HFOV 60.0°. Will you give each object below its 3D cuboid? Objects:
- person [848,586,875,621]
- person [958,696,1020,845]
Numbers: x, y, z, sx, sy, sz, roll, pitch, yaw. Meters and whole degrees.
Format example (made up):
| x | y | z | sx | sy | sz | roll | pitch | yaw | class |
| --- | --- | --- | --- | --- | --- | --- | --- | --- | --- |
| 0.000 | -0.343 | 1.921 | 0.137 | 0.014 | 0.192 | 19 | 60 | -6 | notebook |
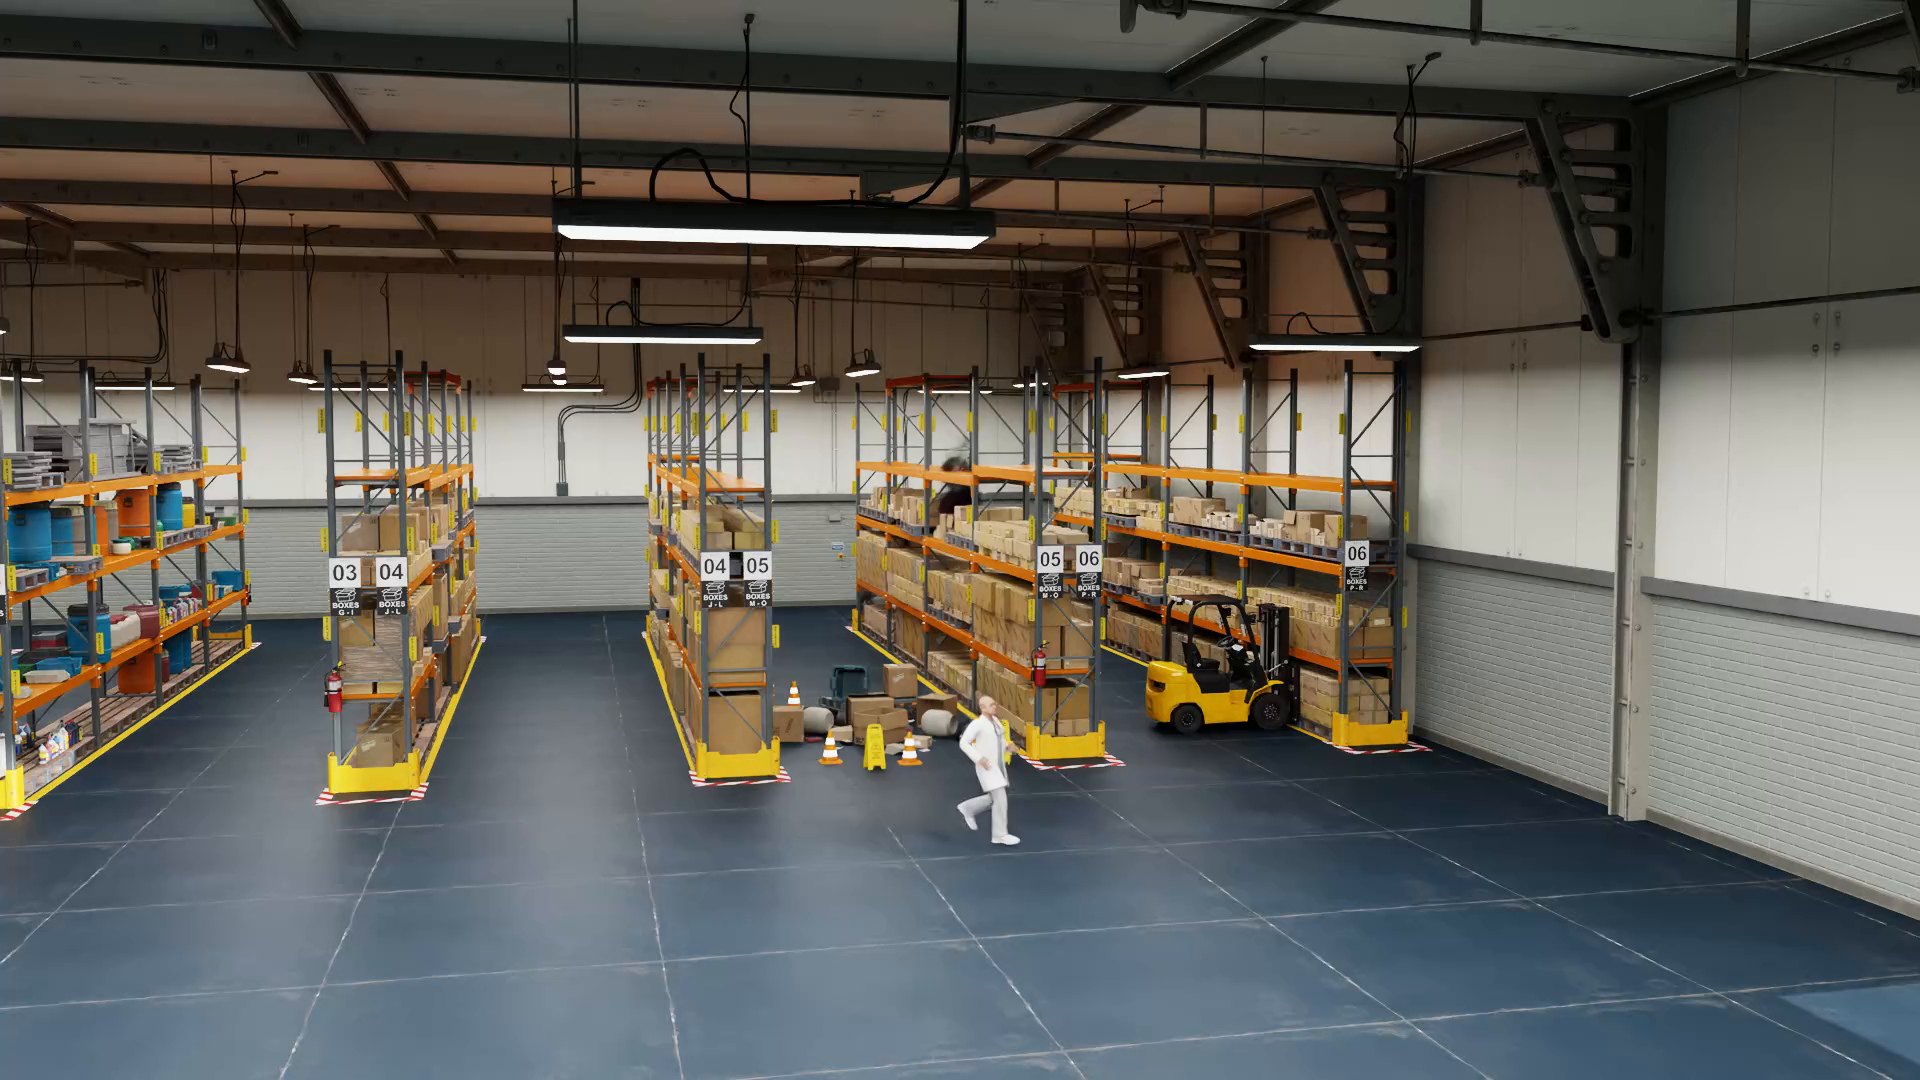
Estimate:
| x | y | z | sx | sy | sz | roll | pitch | yaw | class |
| --- | --- | --- | --- | --- | --- | --- | --- | --- | --- |
| -2.422 | 1.239 | 41.796 | 0.930 | 1.664 | 0.699 | 1 | 4 | 17 | person |
| 0.326 | 2.742 | 19.926 | 0.917 | 1.747 | 0.720 | 2 | 5 | 32 | person |
